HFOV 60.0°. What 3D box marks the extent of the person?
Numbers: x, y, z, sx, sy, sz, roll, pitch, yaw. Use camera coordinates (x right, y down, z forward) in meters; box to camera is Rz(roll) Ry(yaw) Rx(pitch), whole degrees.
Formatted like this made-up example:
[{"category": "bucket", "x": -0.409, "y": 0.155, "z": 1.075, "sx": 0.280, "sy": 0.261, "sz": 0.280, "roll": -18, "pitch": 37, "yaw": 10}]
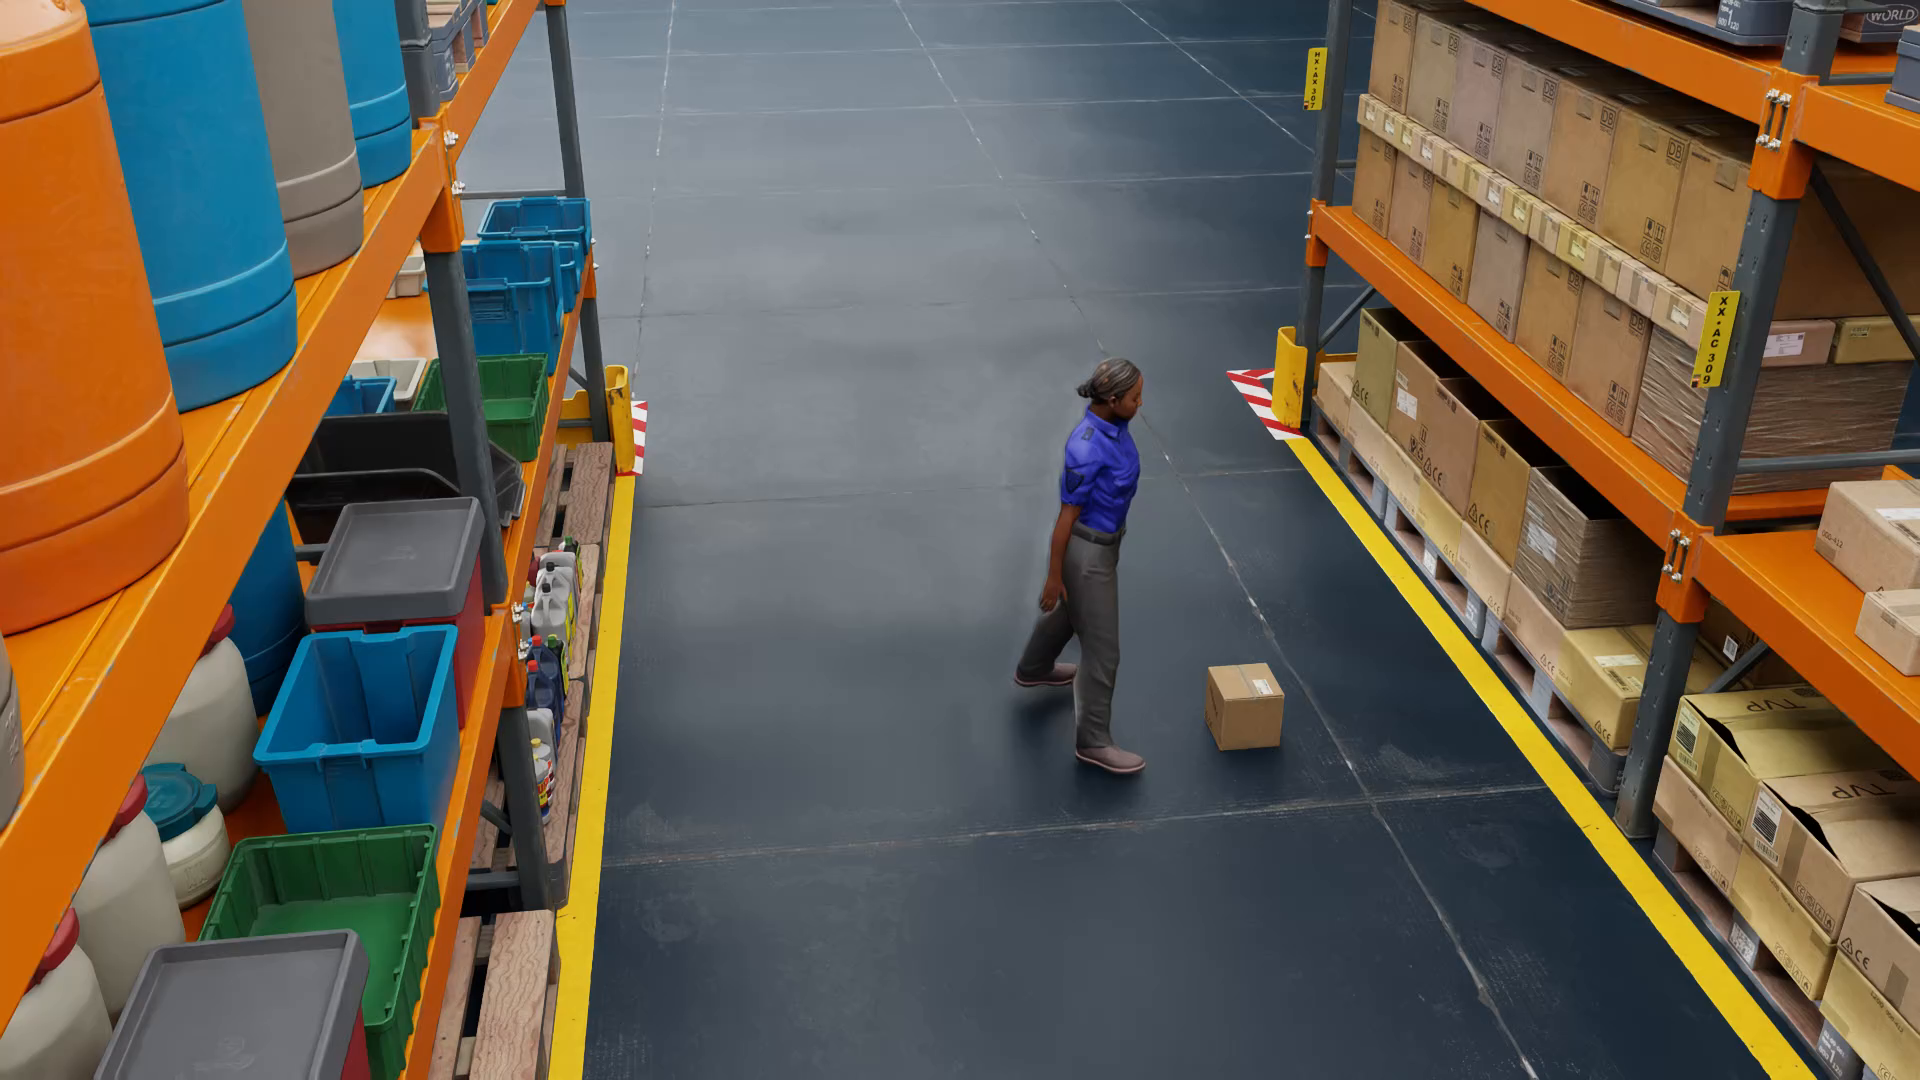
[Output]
[{"category": "person", "x": 0.496, "y": 0.032, "z": 6.539, "sx": 0.652, "sy": 1.631, "sz": 0.683, "roll": 7, "pitch": 28, "yaw": 14}]
